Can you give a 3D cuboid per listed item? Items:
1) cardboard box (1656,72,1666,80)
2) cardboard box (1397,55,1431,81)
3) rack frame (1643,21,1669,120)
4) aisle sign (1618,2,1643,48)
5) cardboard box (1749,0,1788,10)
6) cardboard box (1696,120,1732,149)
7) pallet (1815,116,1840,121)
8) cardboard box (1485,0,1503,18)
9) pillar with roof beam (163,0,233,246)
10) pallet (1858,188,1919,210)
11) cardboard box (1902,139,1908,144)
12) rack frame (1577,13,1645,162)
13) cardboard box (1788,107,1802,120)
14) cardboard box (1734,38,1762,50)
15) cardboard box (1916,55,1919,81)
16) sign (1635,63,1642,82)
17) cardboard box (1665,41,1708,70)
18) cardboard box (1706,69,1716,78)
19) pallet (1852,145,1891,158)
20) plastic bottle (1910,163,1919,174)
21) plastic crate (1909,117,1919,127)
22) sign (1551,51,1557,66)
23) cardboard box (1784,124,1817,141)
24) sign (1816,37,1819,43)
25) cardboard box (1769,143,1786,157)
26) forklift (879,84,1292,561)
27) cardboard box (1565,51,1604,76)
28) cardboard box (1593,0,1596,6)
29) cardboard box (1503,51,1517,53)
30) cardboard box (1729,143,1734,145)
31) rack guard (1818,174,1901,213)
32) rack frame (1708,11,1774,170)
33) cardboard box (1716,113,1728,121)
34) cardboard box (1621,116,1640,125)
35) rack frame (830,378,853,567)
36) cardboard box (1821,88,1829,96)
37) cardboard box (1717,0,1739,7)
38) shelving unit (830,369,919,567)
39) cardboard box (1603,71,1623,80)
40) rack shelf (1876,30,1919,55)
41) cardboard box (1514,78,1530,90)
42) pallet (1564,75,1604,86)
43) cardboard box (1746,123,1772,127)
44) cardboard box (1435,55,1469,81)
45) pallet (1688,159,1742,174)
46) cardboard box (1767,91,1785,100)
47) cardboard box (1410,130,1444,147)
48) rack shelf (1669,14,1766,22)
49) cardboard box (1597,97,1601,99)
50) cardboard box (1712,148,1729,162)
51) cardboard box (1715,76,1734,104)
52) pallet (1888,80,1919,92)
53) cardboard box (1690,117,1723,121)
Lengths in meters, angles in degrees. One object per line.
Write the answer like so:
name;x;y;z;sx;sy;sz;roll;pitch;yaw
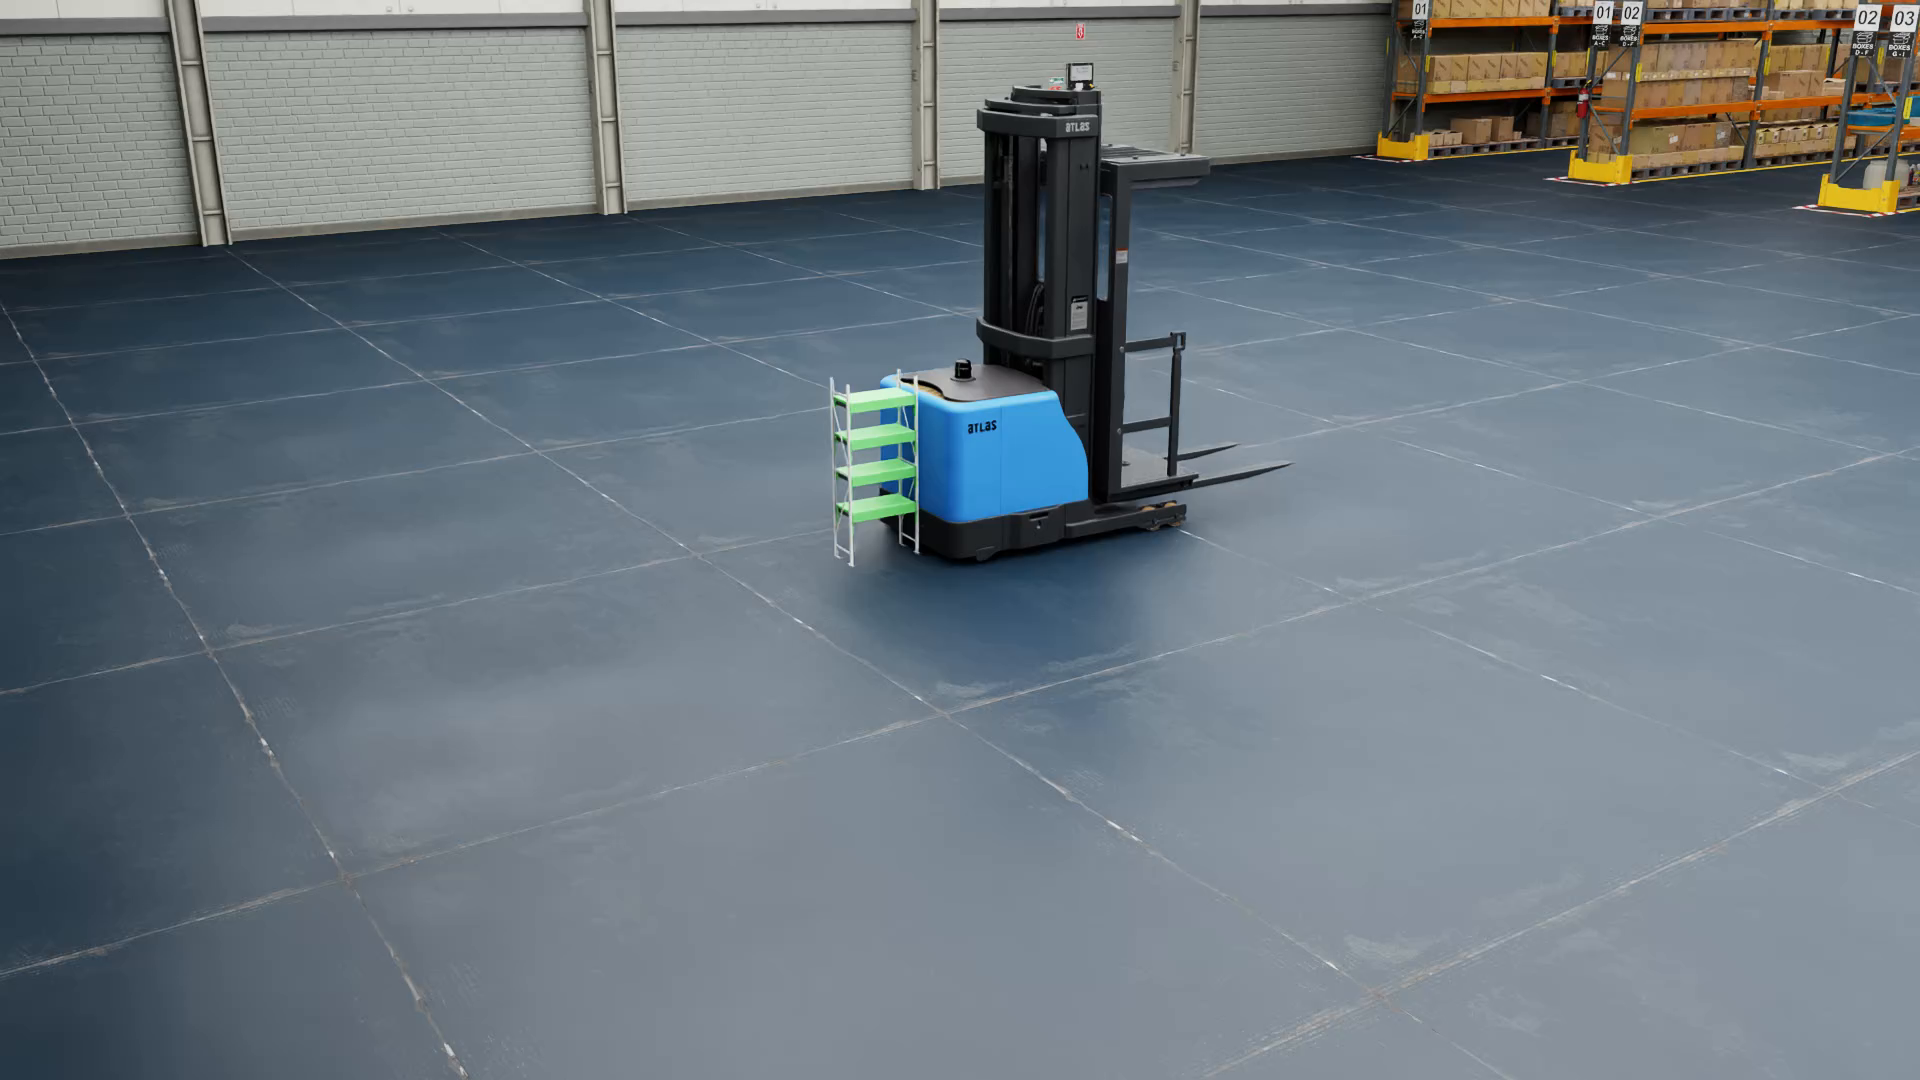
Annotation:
cardboard box;12.905;-8.656;30.997;0.250;0.149;0.380;-12;22;-31
cardboard box;9.580;-9.957;35.046;0.500;0.500;0.500;-12;22;-32
rack frame;15.985;-10.933;38.899;0.127;3.000;1.000;-12;22;-31
aisle sign;12.145;-9.337;30.121;0.004;0.787;0.394;-12;22;-31
cardboard box;15.892;-10.559;32.688;0.500;0.250;0.500;-9;21;-26
cardboard box;14.681;-7.930;32.485;0.500;0.500;0.500;-12;22;-31
pallet;22.042;-10.859;43.036;1.213;0.211;1.003;-12;22;-31
cardboard box;11.056;-11.271;35.029;0.500;0.500;0.500;-10;21;-28
pillar with roof beam;-8.264;-7.341;18.909;0.400;9.000;9.100;-12;22;-31
pallet;15.471;-5.720;27.835;1.213;0.211;1.003;-12;22;-31
cardboard box;20.106;-8.817;35.858;0.500;0.500;0.500;-12;22;-32
rack frame;12.031;-8.199;30.814;0.127;3.000;1.000;-12;22;-31
cardboard box;20.858;-10.934;42.150;0.500;0.500;0.700;-11;22;-30
cardboard box;19.076;-12.040;40.351;0.500;0.250;0.500;-11;22;-30
cardboard box;20.612;-10.231;36.014;0.700;0.500;0.500;16;24;39
sign;12.331;-8.497;30.220;0.005;0.325;0.100;-12;22;-31
cardboard box;13.747;-9.221;31.654;0.500;0.500;0.700;-12;22;-31
cardboard box;14.201;-8.930;31.807;0.250;0.149;0.380;-11;22;-30
pallet;19.357;-8.409;35.788;1.213;0.211;1.003;-12;22;-31
plastic bottle;16.523;-6.360;28.822;0.185;0.351;0.144;-11;22;-29
plastic crate;15.677;-6.820;27.147;0.250;0.136;0.298;-12;22;-31
sign;12.949;-10.494;36.251;0.005;0.325;0.100;-12;22;-31
cardboard box;17.137;-8.343;34.002;0.500;0.311;0.500;-11;22;-30
sign;22.366;-12.939;43.358;0.005;0.325;0.100;-12;22;-31
cardboard box;16.273;-7.895;33.550;0.500;0.250;0.500;-11;22;-30
forklift;0.975;-1.582;11.349;3.031;2.935;1.130;-11;22;-29
cardboard box;14.092;-10.785;37.620;0.500;0.500;0.700;-9;21;-24
cardboard box;14.175;-12.188;37.116;0.500;0.500;0.500;-13;23;-33
cardboard box;12.137;-10.495;36.636;0.500;0.500;0.500;-13;22;-33
cardboard box;15.559;-7.951;33.717;0.500;0.250;0.500;-12;22;-32
rack guard;14.790;-5.715;27.370;0.348;0.500;1.175;-12;22;-31
rack frame;15.372;-8.904;32.898;0.127;3.000;1.000;-12;22;-31
cardboard box;18.114;-10.511;40.354;0.750;0.750;0.750;-11;22;-30
cardboard box;15.412;-9.816;38.813;0.500;0.500;0.700;-12;22;-31
rack frame;-0.757;-0.426;10.633;0.015;1.200;0.240;-11;22;-29
cardboard box;17.678;-9.250;34.313;0.250;0.149;0.380;-10;21;-27
cardboard box;14.515;-10.185;31.523;0.250;0.149;0.380;-12;22;-31
shelving unit;-0.548;-0.467;10.752;0.503;1.200;0.258;-11;22;-29
cardboard box;12.245;-8.672;31.044;0.250;0.149;0.380;-12;22;-32
rack shelf;16.423;-8.306;27.570;4.000;0.370;1.077;-12;22;-31
cardboard box;11.995;-9.916;36.097;0.500;0.250;0.500;-12;22;-31
pallet;14.354;-10.482;37.866;1.213;0.211;1.003;-12;22;-31
cardboard box;16.402;-8.394;34.153;0.500;0.311;0.500;-12;22;-32
cardboard box;10.286;-9.905;34.893;0.500;0.500;0.500;-12;22;-31
pallet;14.685;-7.454;32.963;1.213;0.211;1.003;-12;22;-31
cardboard box;16.224;-8.886;33.238;0.250;0.149;0.380;-12;22;-31
cardboard box;9.931;-8.556;35.381;0.500;0.311;0.500;-15;24;-37
rack shelf;17.655;-12.365;39.576;4.000;0.370;1.077;-12;22;-31
cardboard box;14.902;-10.088;38.445;0.500;0.250;0.500;-11;22;-30
cardboard box;14.682;-7.575;32.604;0.500;0.250;0.500;-12;22;-31
cardboard box;14.568;-8.777;32.366;0.500;0.500;0.700;-12;22;-32
pallet;20.334;-9.861;36.030;1.213;0.211;1.003;-12;22;-31
cardboard box;14.812;-8.157;33.157;0.500;0.500;0.500;-12;22;-31
